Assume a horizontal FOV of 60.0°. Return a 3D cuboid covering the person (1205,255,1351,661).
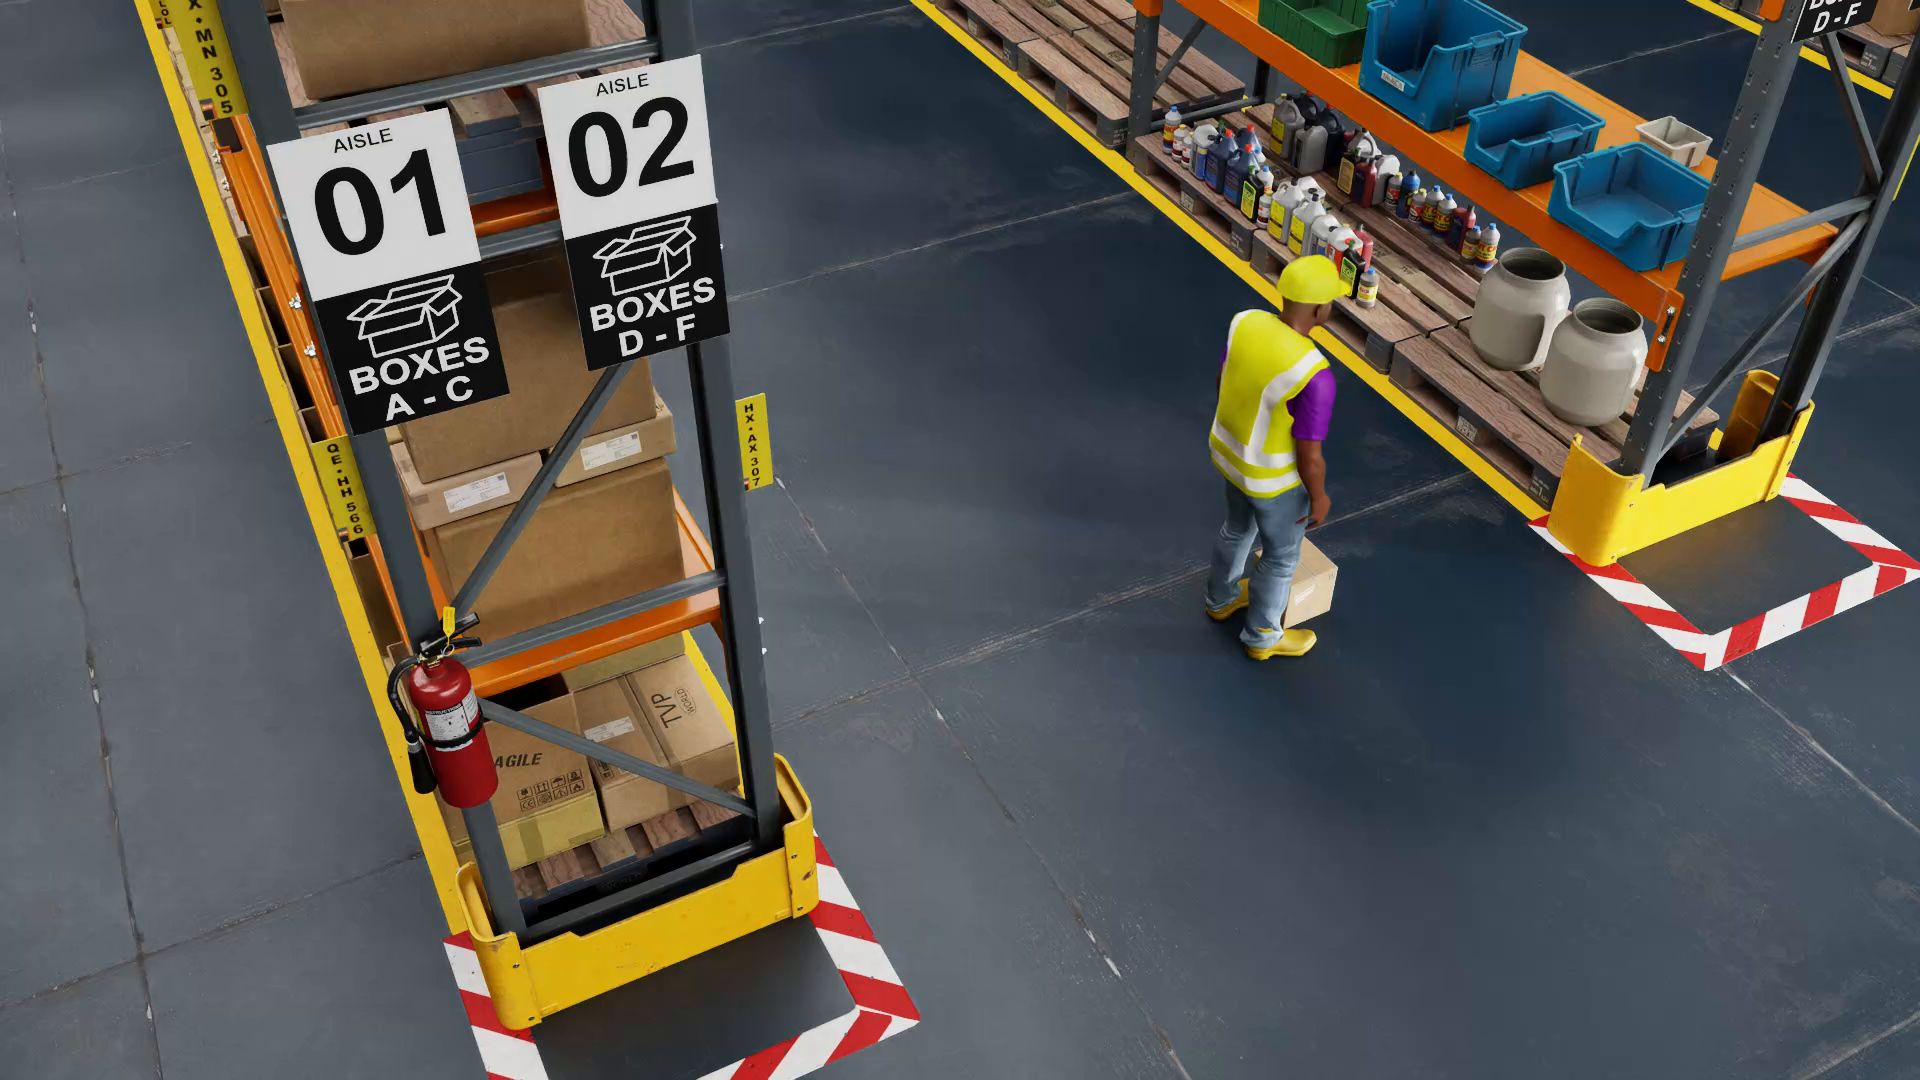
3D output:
[{"bbox_3d":[1.223,-0.316,6.507,0.458,1.761,0.626,-19,44,-20],"label":"person"}]
